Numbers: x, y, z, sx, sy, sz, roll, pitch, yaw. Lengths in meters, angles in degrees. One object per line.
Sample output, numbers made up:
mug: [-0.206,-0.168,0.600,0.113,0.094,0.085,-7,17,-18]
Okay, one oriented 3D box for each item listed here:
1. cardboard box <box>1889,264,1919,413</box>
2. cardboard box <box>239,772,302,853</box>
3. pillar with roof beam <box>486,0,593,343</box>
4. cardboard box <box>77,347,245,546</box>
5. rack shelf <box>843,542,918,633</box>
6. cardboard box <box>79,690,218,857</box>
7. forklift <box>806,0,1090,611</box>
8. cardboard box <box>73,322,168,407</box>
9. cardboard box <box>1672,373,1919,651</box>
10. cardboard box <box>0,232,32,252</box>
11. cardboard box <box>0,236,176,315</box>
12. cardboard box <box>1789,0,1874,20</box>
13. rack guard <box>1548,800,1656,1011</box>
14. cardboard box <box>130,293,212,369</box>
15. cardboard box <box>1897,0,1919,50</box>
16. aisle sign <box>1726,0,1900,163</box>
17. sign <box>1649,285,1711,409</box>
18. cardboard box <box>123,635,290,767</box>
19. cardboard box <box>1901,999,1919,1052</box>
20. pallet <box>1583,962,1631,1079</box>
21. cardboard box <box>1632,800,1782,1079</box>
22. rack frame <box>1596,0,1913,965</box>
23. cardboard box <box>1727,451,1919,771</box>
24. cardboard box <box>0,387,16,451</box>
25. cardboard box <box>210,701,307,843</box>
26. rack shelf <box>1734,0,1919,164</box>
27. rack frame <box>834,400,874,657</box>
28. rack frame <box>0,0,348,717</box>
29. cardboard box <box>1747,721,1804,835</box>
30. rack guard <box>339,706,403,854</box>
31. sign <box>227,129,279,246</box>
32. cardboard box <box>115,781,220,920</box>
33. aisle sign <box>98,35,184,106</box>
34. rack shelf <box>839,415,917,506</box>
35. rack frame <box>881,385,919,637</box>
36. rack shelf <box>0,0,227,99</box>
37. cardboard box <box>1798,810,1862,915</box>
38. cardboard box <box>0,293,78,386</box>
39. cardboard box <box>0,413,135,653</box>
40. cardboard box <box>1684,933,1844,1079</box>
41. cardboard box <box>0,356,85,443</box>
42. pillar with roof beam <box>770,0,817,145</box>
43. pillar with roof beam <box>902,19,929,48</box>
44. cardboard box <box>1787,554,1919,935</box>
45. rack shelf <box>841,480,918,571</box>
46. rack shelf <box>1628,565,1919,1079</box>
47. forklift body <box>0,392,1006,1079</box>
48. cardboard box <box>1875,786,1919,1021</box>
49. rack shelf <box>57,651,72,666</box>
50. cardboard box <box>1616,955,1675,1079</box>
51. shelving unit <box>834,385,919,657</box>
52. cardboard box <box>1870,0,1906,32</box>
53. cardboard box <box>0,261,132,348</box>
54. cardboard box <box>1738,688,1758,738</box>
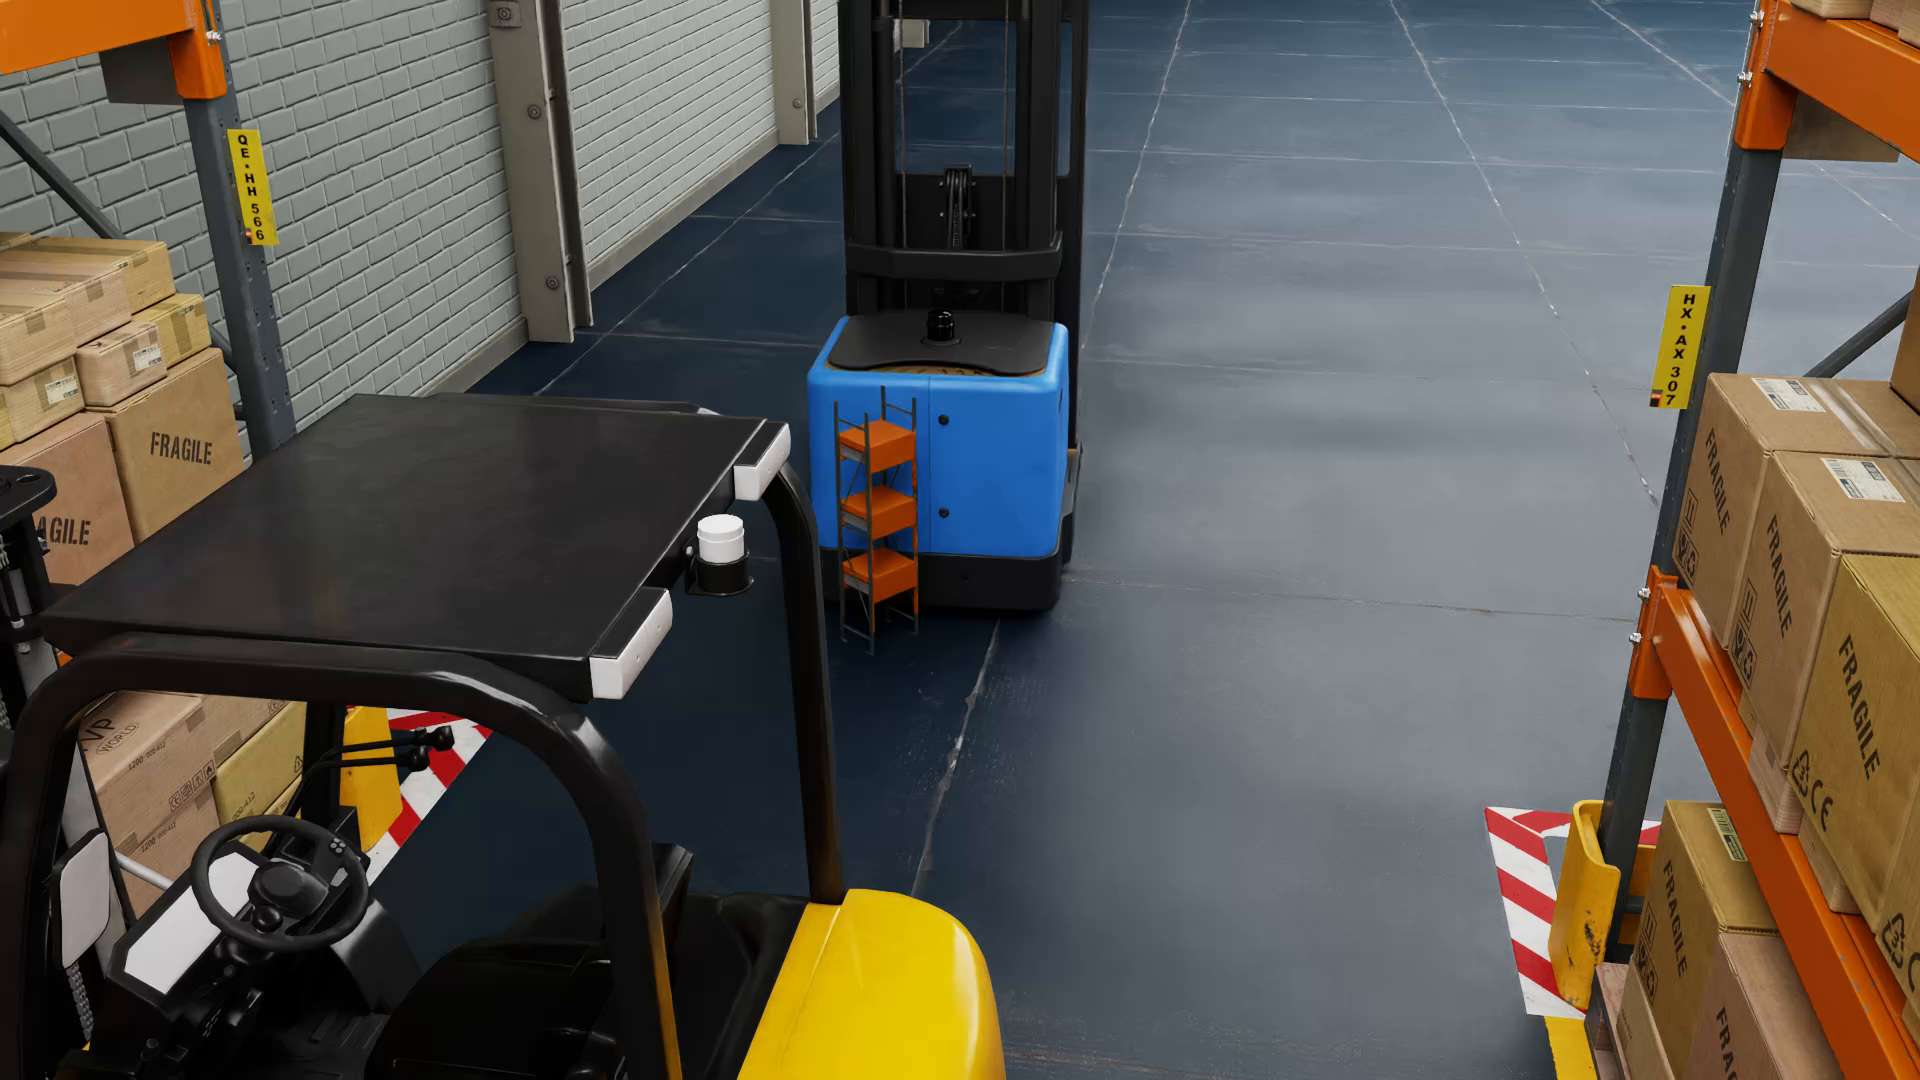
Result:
cardboard box: [2.503,-0.464,3.554,0.700,0.500,0.500,3,25,7]
cardboard box: [-2.291,0.872,5.098,0.500,0.250,0.500,4,25,9]
pillar with roof beam: [1.698,-5.101,8.034,9.100,9.000,0.400,4,25,9]
cardboard box: [-2.348,-0.223,4.571,0.500,0.500,0.500,3,25,7]
rack shelf: [-0.331,0.191,6.782,0.240,0.259,0.215,-22,33,-39]
cardboard box: [-2.372,0.629,4.438,0.500,0.250,0.500,4,25,9]
forklift: [0.042,-1.624,7.763,1.130,2.935,3.031,3,25,6]
cardboard box: [-2.319,-0.468,4.328,0.380,0.149,0.250,4,25,9]
cardboard box: [2.020,-0.061,3.873,0.500,0.500,0.500,4,25,8]
cardboard box: [-2.792,-0.750,4.580,0.380,0.149,0.250,4,25,8]
cardboard box: [-2.377,-0.711,4.497,0.380,0.149,0.250,4,25,9]
cardboard box: [1.997,-1.188,3.508,0.380,0.149,0.250,4,25,9]
rack guard: [2.359,1.104,4.801,1.175,0.500,0.348,4,25,9]
cardboard box: [-2.307,-0.577,4.560,0.380,0.149,0.250,4,25,9]
cardboard box: [1.965,-0.964,3.029,0.380,0.149,0.250,5,25,10]
aisle sign: [2.076,-1.284,3.889,0.394,0.787,0.004,4,25,9]
sign: [1.836,-0.489,4.236,0.100,0.325,0.005,4,25,9]
cardboard box: [-2.294,0.415,4.895,0.500,0.250,0.500,5,26,10]
cardboard box: [1.809,0.830,2.734,0.380,0.149,0.250,3,25,7]
pallet: [2.191,1.572,4.142,1.003,0.211,1.213,4,25,9]
cardboard box: [1.963,0.984,3.973,0.500,0.500,0.500,3,25,7]
rack frame: [2.371,-0.060,4.339,1.000,3.000,0.127,4,25,9]
cardboard box: [1.939,0.156,3.409,0.500,0.500,0.500,5,26,10]
cardboard box: [-2.474,-0.261,3.885,0.380,0.149,0.250,4,25,8]
cardboard box: [-2.297,0.652,4.977,0.500,0.250,0.500,4,25,8]
rack shelf: [2.044,-0.256,2.069,1.077,0.370,4.000,4,25,9]
rack frame: [-0.418,-0.034,6.583,0.008,1.050,0.200,-22,33,-39]
rack frame: [-2.526,-0.402,5.070,1.000,3.000,0.127,4,25,9]
cardboard box: [1.874,0.497,3.447,0.380,0.149,0.250,4,25,9]
rack guard: [-2.522,0.720,5.622,1.175,0.500,0.348,4,25,9]
sign: [-1.993,-0.990,4.682,0.100,0.325,0.005,4,25,9]
cardboard box: [-2.390,0.861,4.531,0.500,0.250,0.500,4,25,8]
aisle sign: [-2.226,-1.586,4.535,0.394,0.787,0.004,4,25,9]
rack shelf: [-0.329,-0.317,6.543,0.240,0.259,0.215,-22,33,-39]
rack frame: [-0.242,-0.105,6.735,0.008,1.050,0.200,-22,33,-39]
rack shelf: [-2.853,-0.598,2.800,1.077,0.370,4.000,4,25,9]
cardboard box: [1.865,0.607,3.211,0.380,0.149,0.250,5,25,10]
cardboard box: [-2.403,-0.495,4.035,0.380,0.149,0.250,5,25,10]
cardboard box: [-2.442,-0.007,4.108,0.500,0.500,0.500,5,26,10]
cardboard box: [1.882,1.203,3.505,0.500,0.500,0.500,3,25,7]
cardboard box: [-2.422,-0.363,4.105,0.380,0.149,0.250,4,25,10]
pillar with roof beam: [2.679,-7.611,13.395,9.100,9.000,0.400,4,25,9]
pillar with roof beam: [3.660,-10.120,18.756,9.100,9.000,0.400,4,25,9]
cardboard box: [1.857,0.369,2.954,0.500,0.500,0.500,4,25,7]
rack shelf: [-0.330,-0.060,6.664,0.240,0.259,0.215,-22,33,-39]
rack shelf: [2.044,1.103,2.705,1.077,0.370,4.000,4,25,9]
forklift body: [-1.036,0.902,3.286,2.313,2.155,1.214,4,25,9]
cardboard box: [1.782,0.583,2.498,0.500,0.500,0.500,4,25,7]
rack shelf: [-2.853,0.760,3.436,1.077,0.370,4.000,4,25,9]
cardboard box: [1.967,1.314,4.153,0.500,0.250,0.500,4,25,8]
shelving unit: [-0.330,-0.069,6.659,0.252,1.050,0.215,-22,33,-39]
cardboard box: [2.042,-1.072,3.260,0.380,0.149,0.250,3,25,7]
cardboard box: [-2.387,-0.606,4.272,0.380,0.149,0.250,4,25,9]
cardboard box: [1.961,0.394,3.667,0.380,0.149,0.250,3,25,7]
